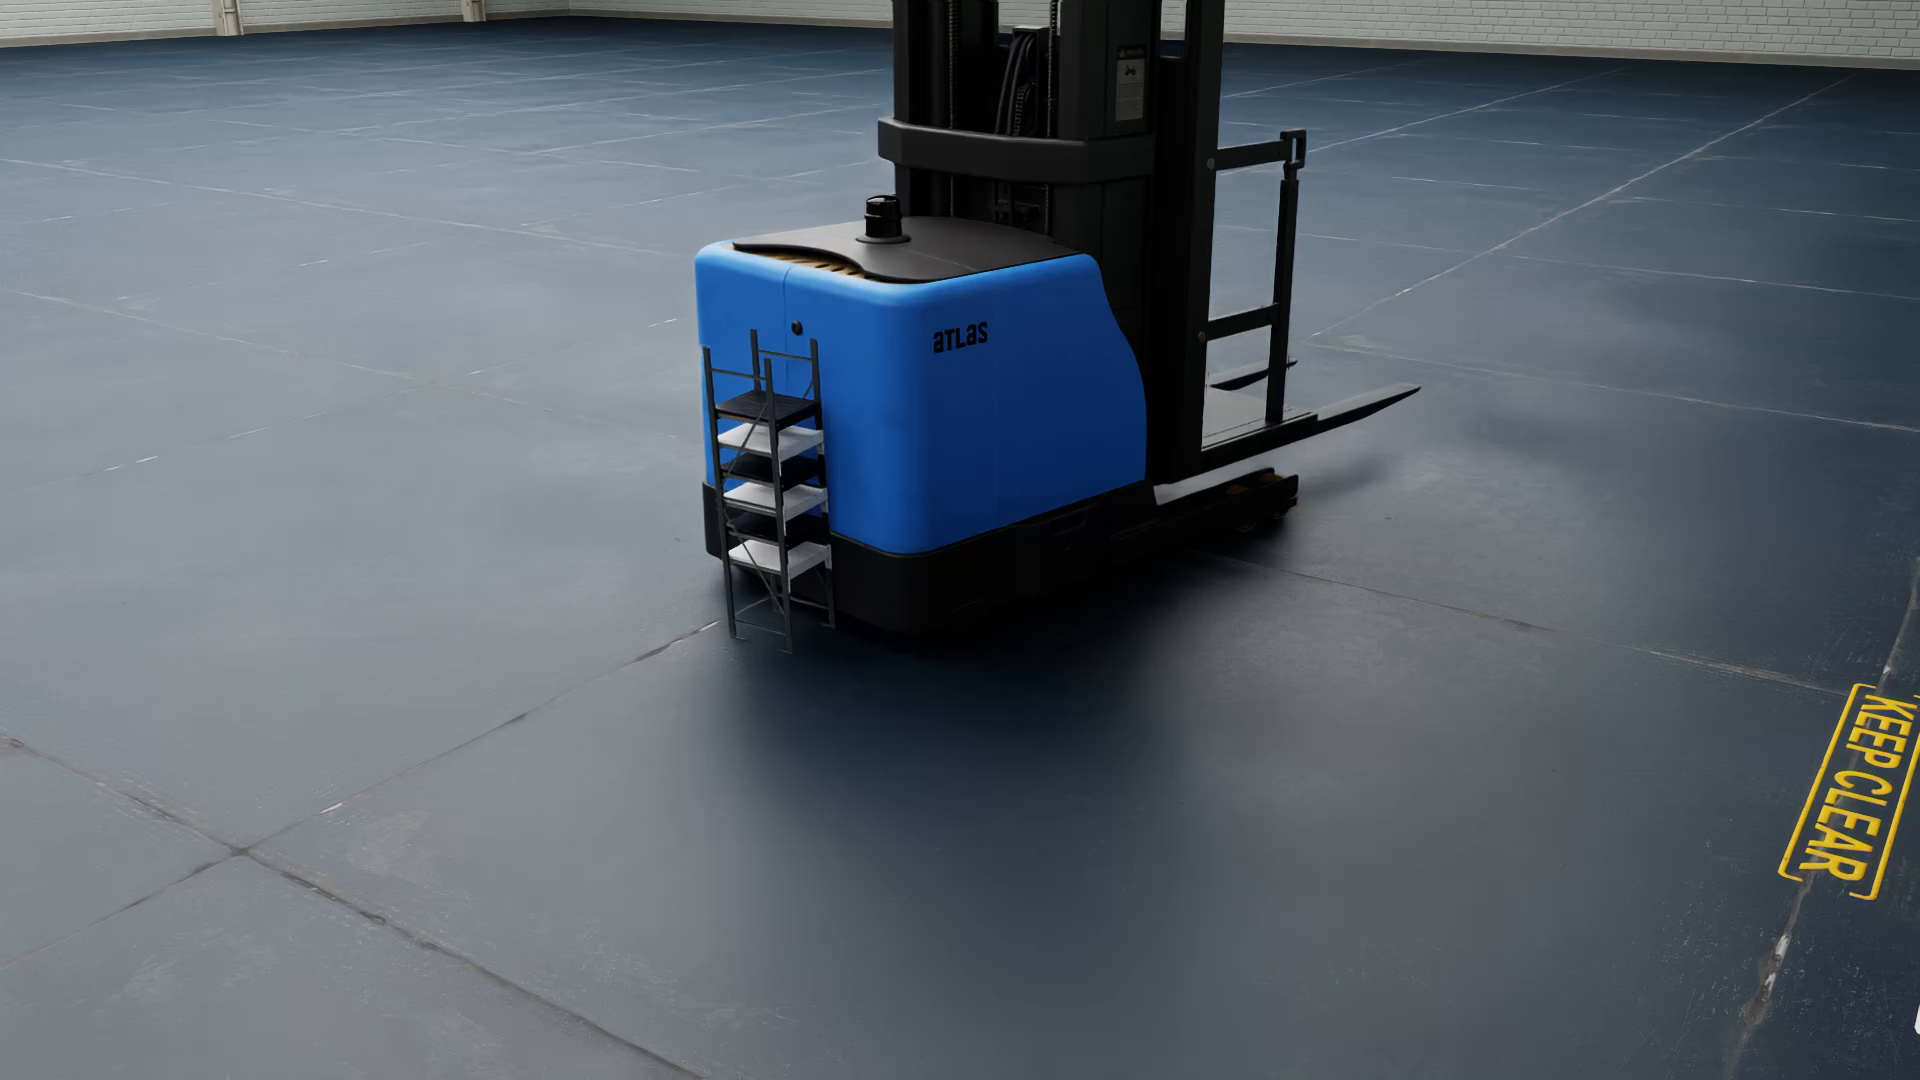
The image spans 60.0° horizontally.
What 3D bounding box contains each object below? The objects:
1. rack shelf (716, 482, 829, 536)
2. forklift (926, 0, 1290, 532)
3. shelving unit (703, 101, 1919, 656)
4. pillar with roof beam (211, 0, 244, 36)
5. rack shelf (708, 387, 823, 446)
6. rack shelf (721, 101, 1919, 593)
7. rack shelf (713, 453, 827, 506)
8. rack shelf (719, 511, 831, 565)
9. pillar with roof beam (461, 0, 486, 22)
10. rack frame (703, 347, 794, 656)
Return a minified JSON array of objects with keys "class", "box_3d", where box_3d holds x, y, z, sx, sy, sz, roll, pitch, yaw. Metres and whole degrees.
[{"class":"rack shelf","box_3d":[-0.544,-0.105,4.831,0.258,0.077,0.200,13,27,31]},{"class":"forklift","box_3d":[0.576,-1.515,5.636,3.031,2.935,1.121,-18,27,-41]},{"class":"shelving unit","box_3d":[7.217,-2.350,10.821,6.168,1.993,19.407,13,27,31]},{"class":"pillar with roof beam","box_3d":[-10.567,-13.154,28.355,9.100,9.000,0.400,13,24,32]},{"class":"rack shelf","box_3d":[-0.552,-0.353,4.726,0.258,0.077,0.200,13,27,31]},{"class":"rack shelf","box_3d":[7.228,-2.063,10.945,6.168,1.368,19.403,13,27,31]},{"class":"rack shelf","box_3d":[-0.546,-0.188,4.796,0.258,0.077,0.200,13,27,31]},{"class":"rack shelf","box_3d":[-0.541,-0.022,4.867,0.258,0.077,0.200,13,27,31]},{"class":"pillar with roof beam","box_3d":[-7.194,-14.875,33.009,9.100,9.000,0.400,13,24,32]},{"class":"rack frame","box_3d":[-0.600,-0.101,4.741,0.240,0.900,0.006,13,27,31]}]
